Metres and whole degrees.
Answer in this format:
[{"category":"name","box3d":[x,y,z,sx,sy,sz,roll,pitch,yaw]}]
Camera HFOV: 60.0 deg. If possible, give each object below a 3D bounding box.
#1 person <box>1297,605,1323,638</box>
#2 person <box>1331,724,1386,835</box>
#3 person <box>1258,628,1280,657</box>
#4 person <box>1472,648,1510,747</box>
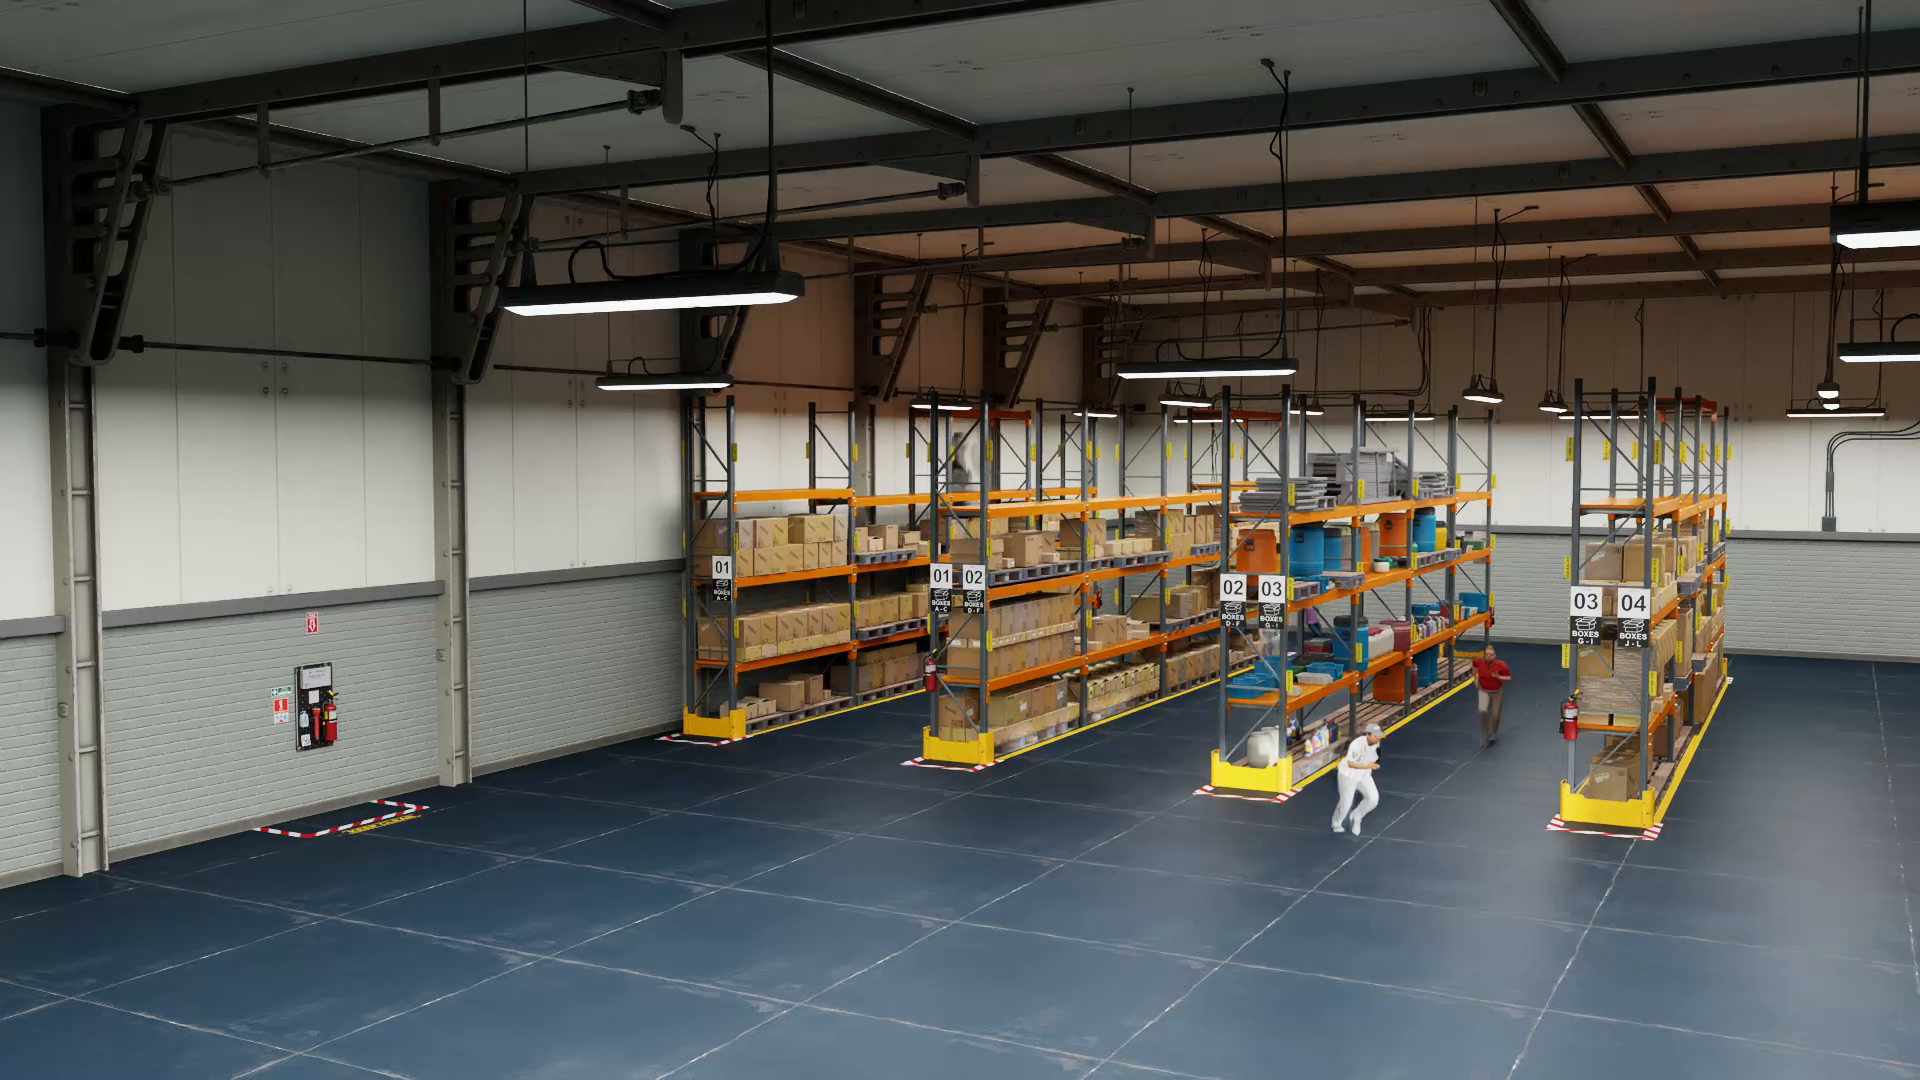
[{"category":"person","box3d":[8.777,2.062,41.560,0.655,1.534,0.722,-1,3,-13]},{"category":"person","box3d":[5.210,3.101,21.649,0.640,1.516,0.910,-2,3,-29]},{"category":"person","box3d":[6.825,2.298,36.449,0.608,1.619,0.688,1,3,20]},{"category":"person","box3d":[9.067,2.671,28.413,0.647,1.714,0.947,1,3,20]}]
